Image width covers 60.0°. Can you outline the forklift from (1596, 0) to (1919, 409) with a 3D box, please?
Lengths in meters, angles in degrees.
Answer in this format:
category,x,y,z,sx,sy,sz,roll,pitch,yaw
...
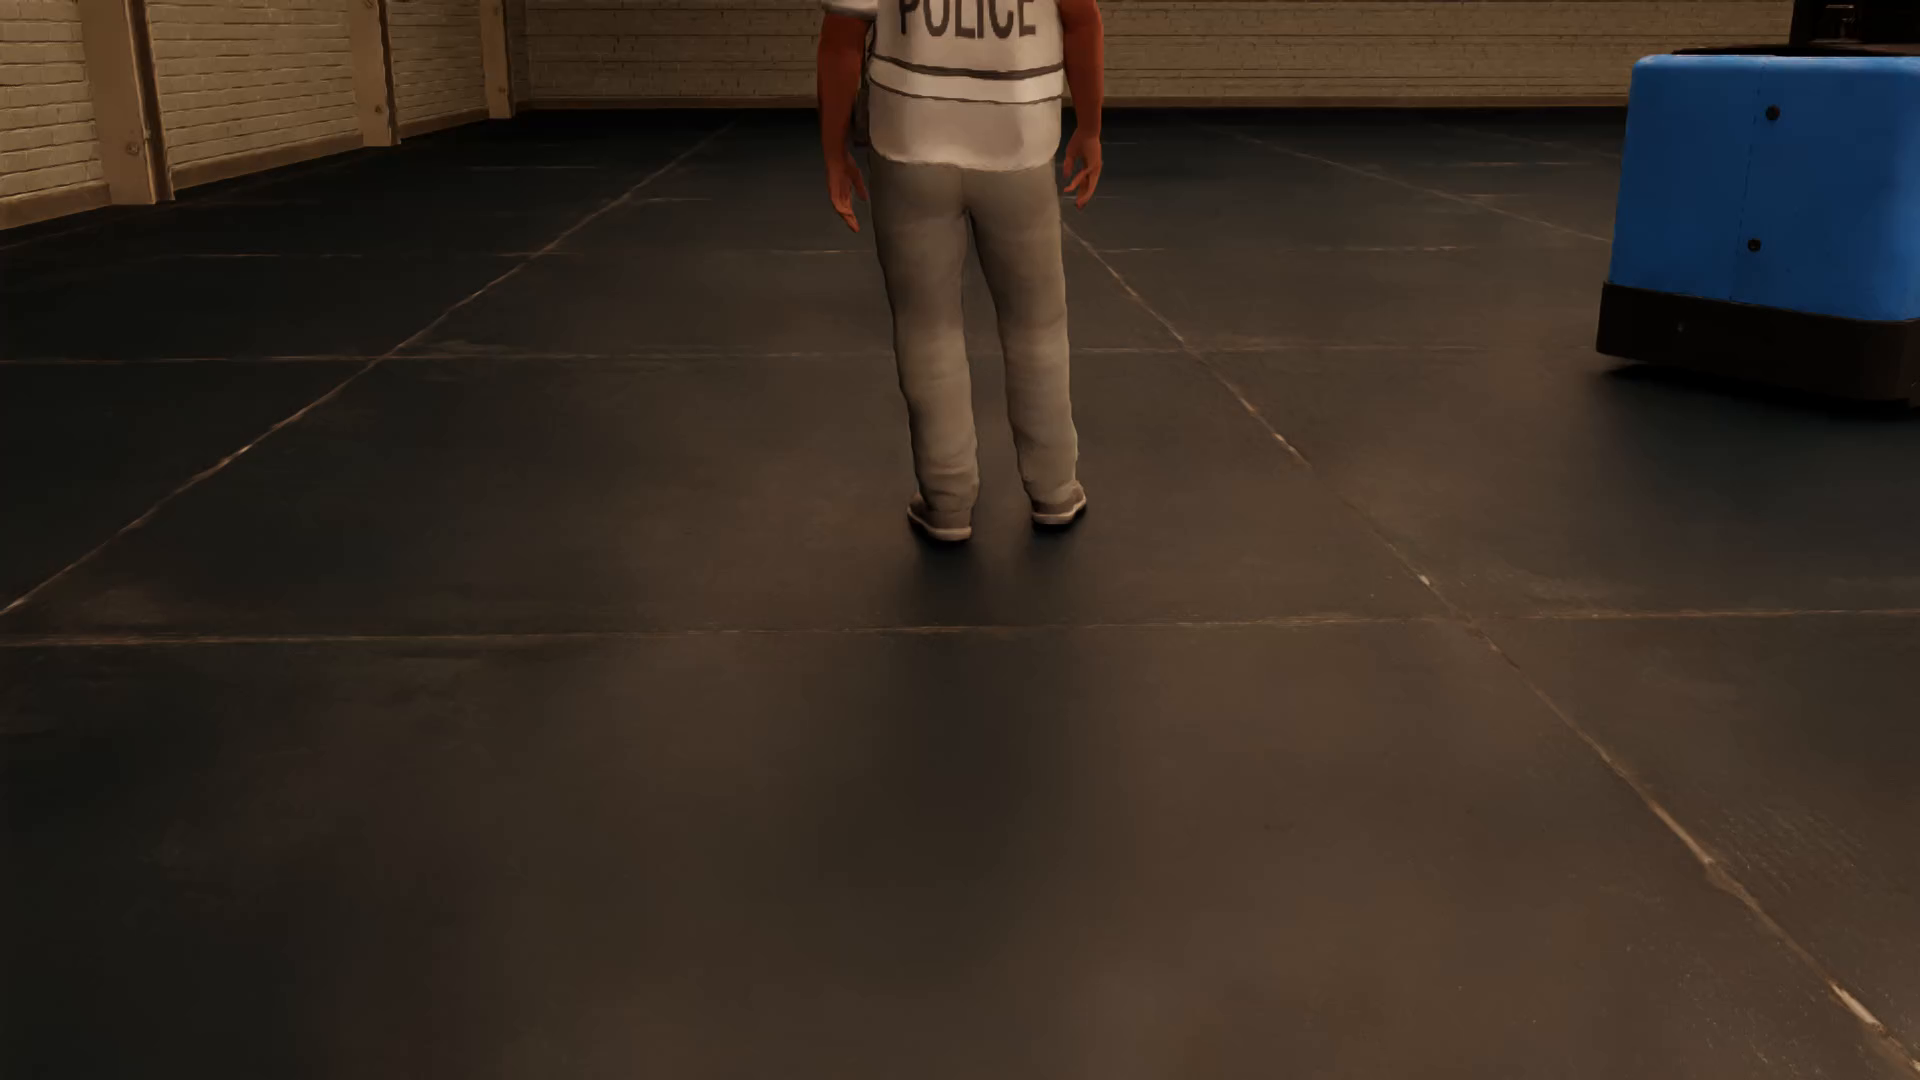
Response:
category,x,y,z,sx,sy,sz,roll,pitch,yaw
forklift,3.750,-2.115,5.822,3.031,2.935,1.130,-11,20,-31

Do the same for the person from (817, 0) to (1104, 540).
category,x,y,z,sx,sy,sz,roll,pitch,yaw
person,0.008,-0.882,3.730,0.640,1.778,0.574,-1,17,-3
